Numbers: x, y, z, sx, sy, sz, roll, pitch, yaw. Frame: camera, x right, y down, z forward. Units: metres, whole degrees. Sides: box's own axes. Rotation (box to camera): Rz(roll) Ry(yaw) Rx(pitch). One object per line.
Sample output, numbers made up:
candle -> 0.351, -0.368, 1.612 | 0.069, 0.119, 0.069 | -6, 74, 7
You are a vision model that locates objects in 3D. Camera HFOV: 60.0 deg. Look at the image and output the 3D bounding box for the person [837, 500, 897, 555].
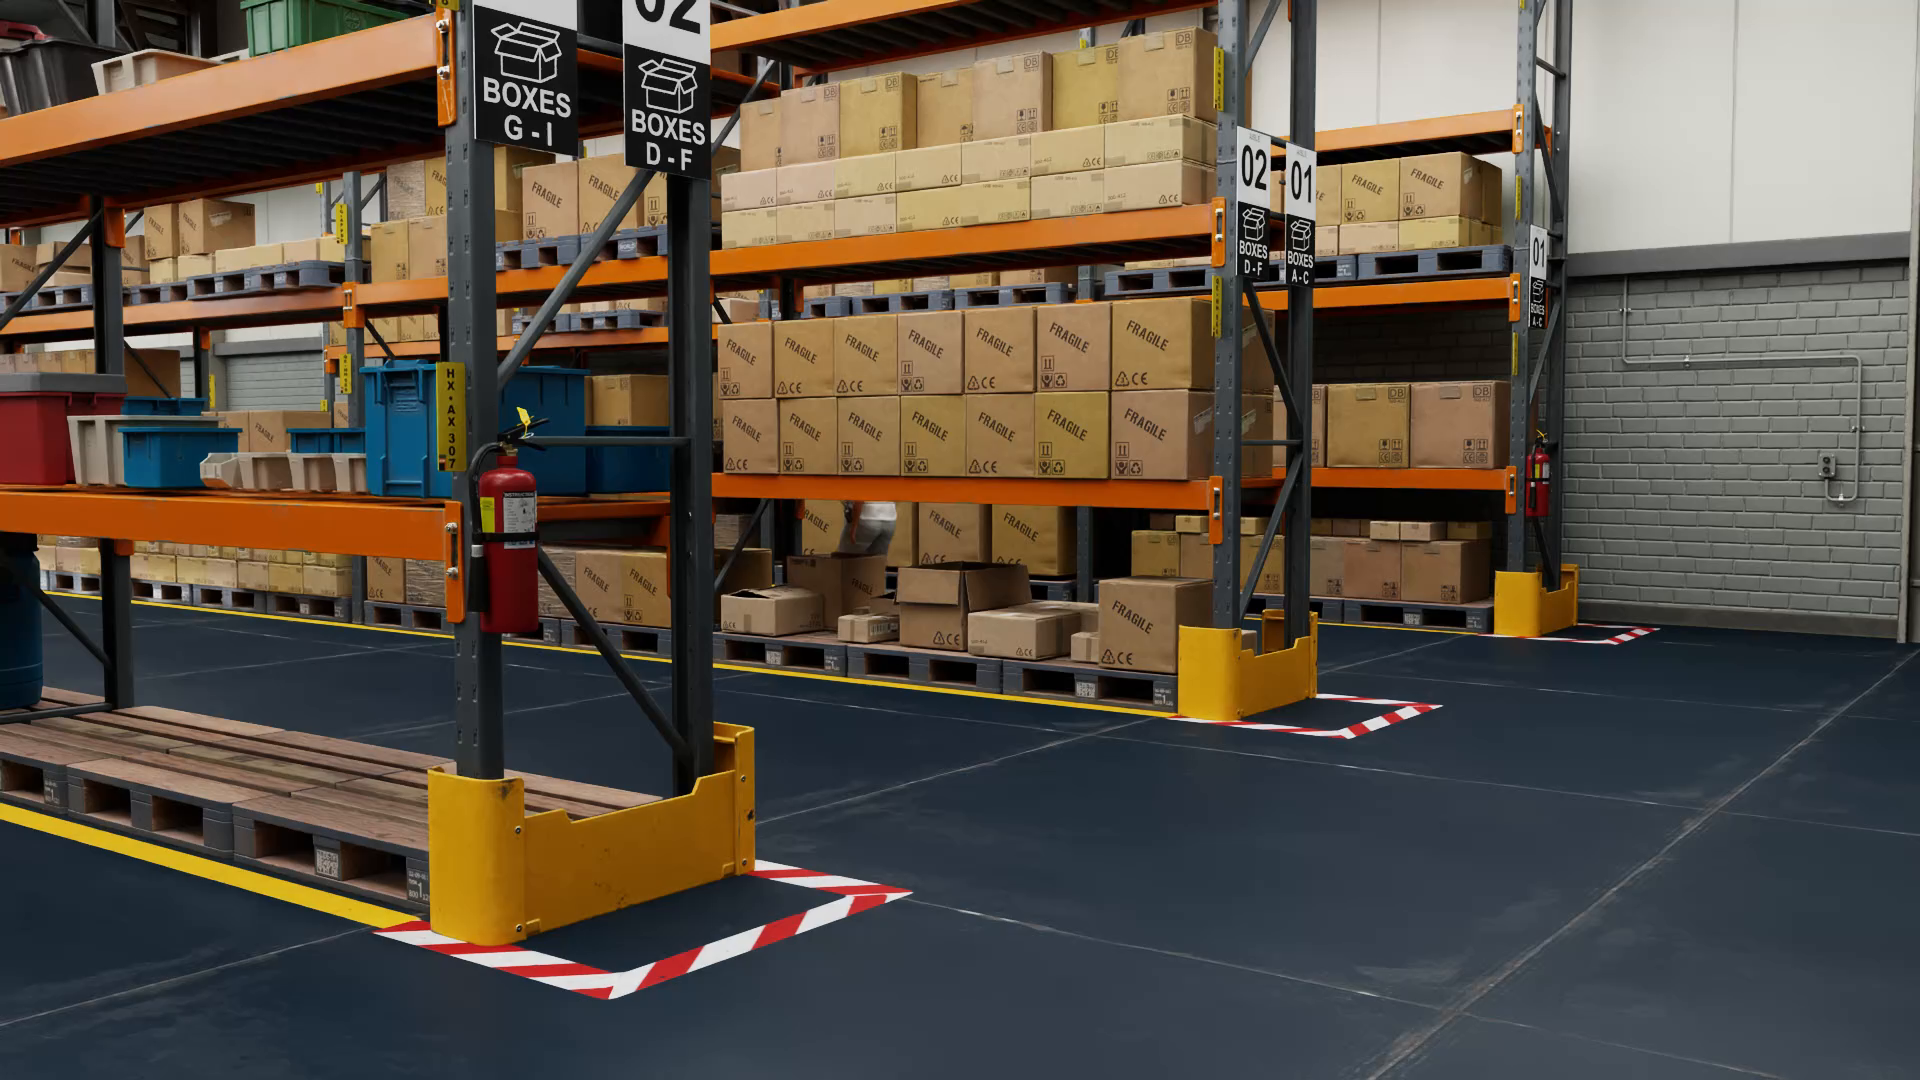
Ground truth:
person -> -0.754, -0.093, 13.168 | 0.486, 1.696, 0.508 | 2, 4, 36
